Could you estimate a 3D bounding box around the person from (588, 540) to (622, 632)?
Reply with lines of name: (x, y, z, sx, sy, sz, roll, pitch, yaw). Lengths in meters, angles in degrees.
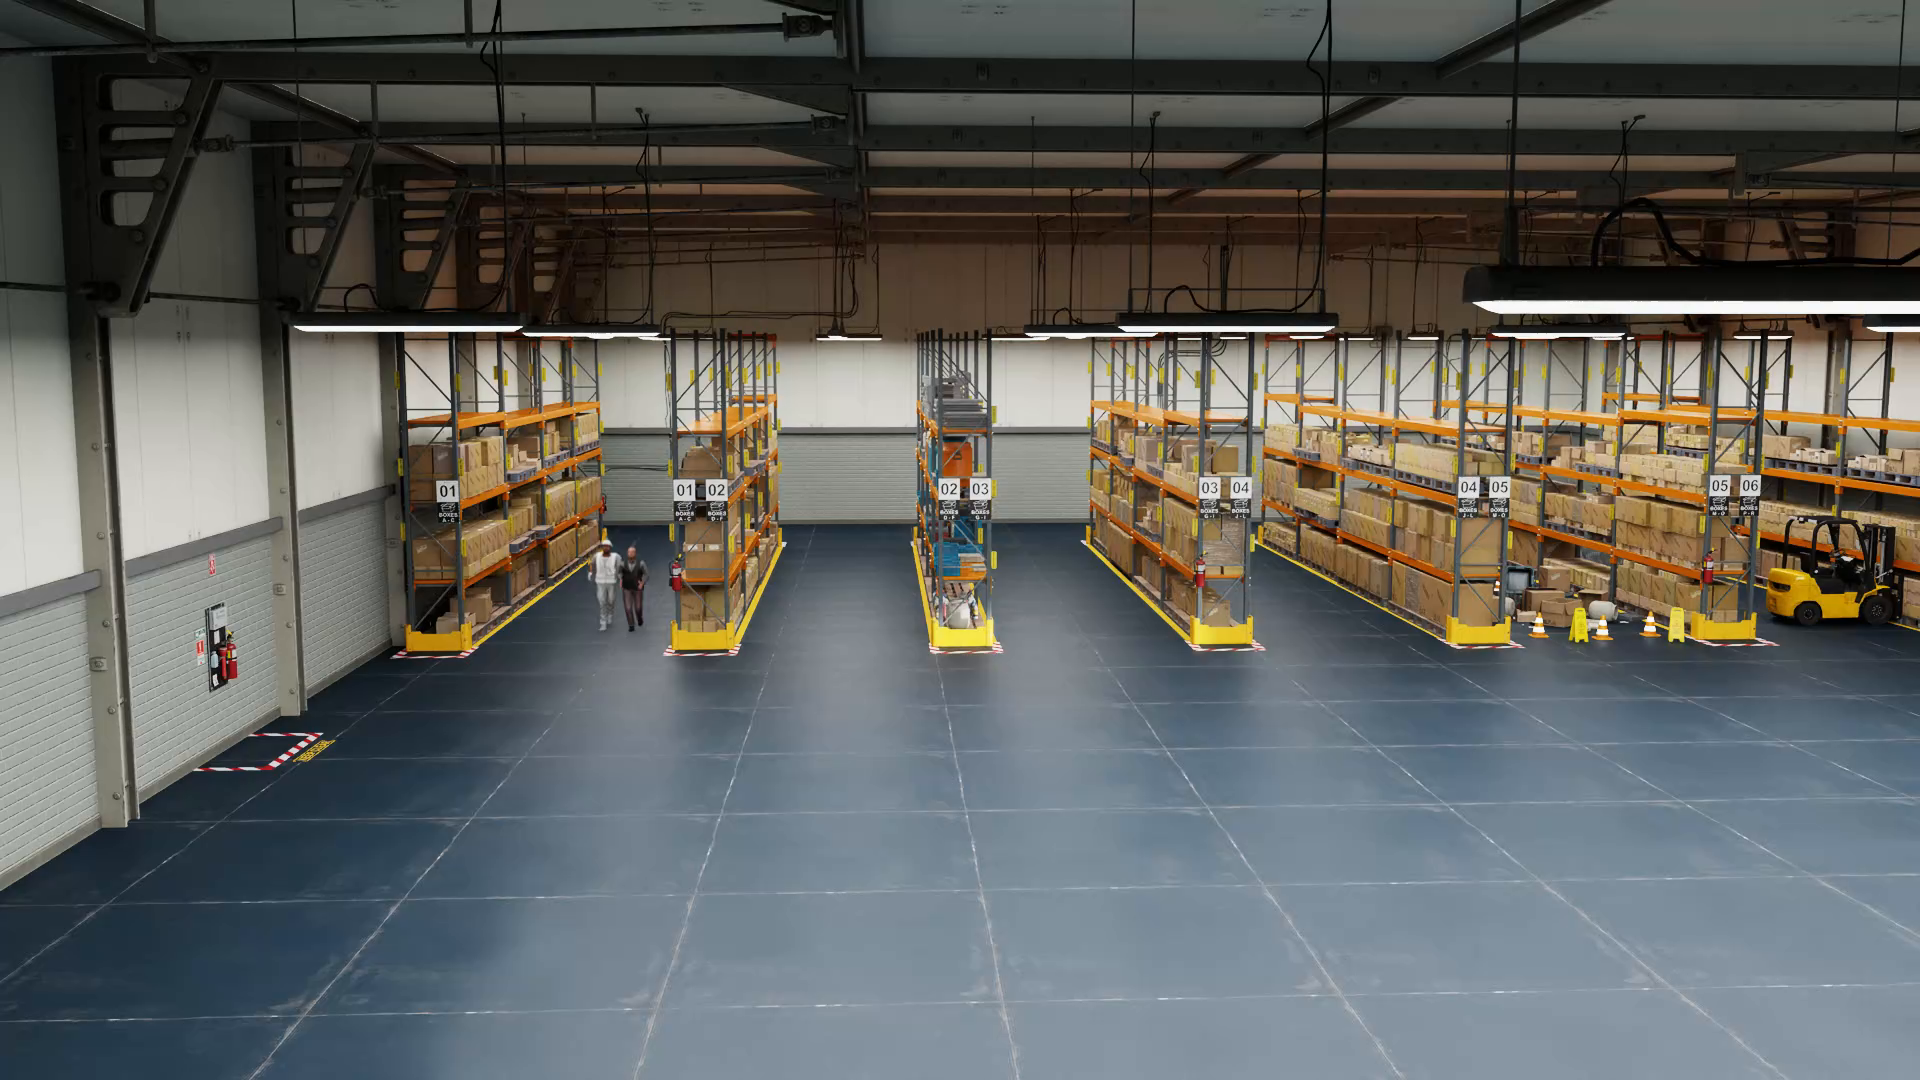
person: (-7.126, 0.896, 33.575, 0.734, 1.808, 0.889, -1, 7, -12)

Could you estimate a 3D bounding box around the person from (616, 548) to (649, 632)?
person: (-6.540, 0.984, 33.196, 0.657, 1.672, 0.609, -1, 7, -5)

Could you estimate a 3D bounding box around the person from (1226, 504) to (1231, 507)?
person: (7.470, -0.579, 46.150, 0.779, 1.713, 0.637, 0, 7, -1)
